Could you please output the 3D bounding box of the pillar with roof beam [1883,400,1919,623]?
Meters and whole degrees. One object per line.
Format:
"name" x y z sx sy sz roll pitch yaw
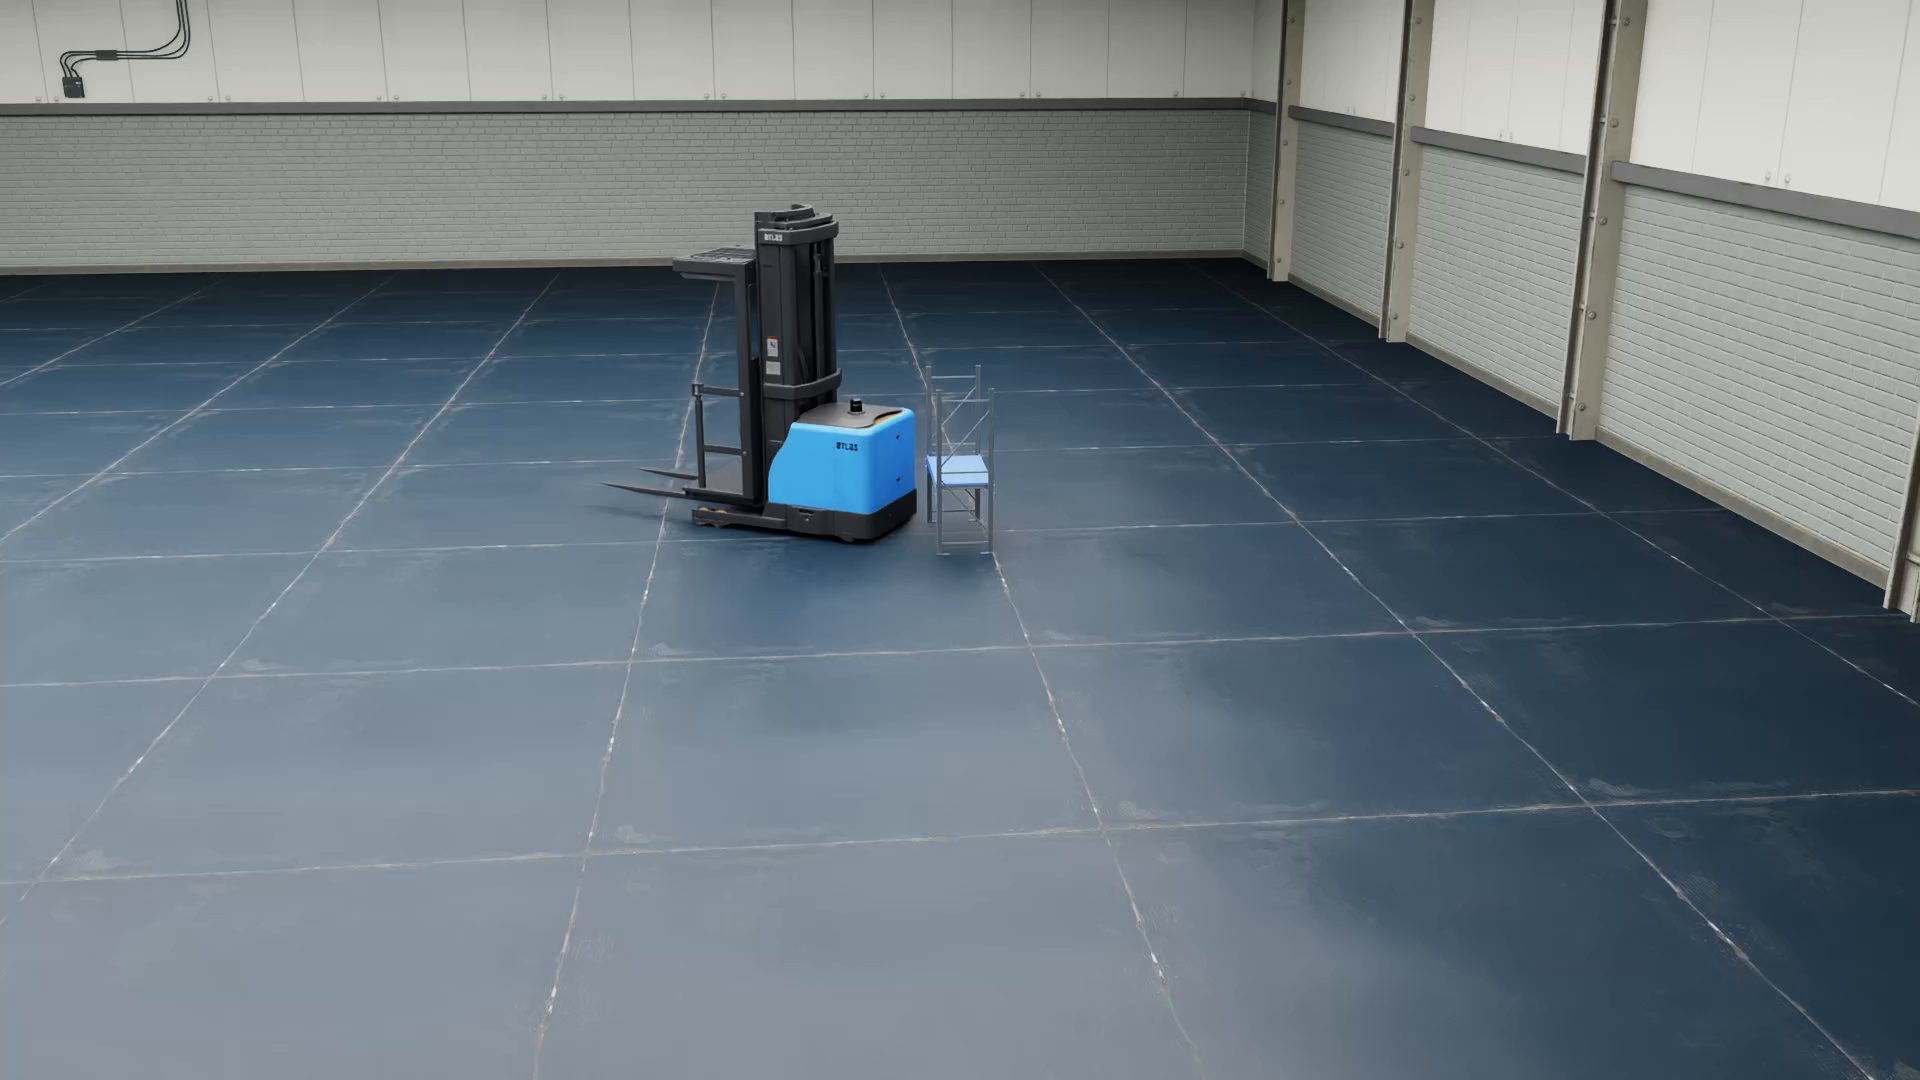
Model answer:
"pillar with roof beam" 3.400 -3.567 11.589 9.100 9.000 0.400 -2 18 -6

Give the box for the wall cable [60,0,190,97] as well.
"wall cable" -15.051 -10.920 29.331 2.305 6.003 0.169 -2 18 -6

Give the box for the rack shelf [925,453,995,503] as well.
"rack shelf" -0.009 -0.569 15.160 0.538 0.185 1.000 -2 18 -6

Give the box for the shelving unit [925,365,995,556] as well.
"shelving unit" -0.009 -0.741 15.106 0.538 1.500 1.048 -2 18 -6

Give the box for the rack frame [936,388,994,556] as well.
"rack frame" 0.044 -0.590 14.624 0.500 1.500 0.032 -2 18 -6

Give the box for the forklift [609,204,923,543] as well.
"forklift" -1.916 -1.642 15.586 3.031 2.935 1.130 7 19 23

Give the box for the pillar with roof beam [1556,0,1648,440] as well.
"pillar with roof beam" 2.781 -5.355 17.283 9.100 9.000 0.400 -2 18 -6

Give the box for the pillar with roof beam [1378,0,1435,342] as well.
"pillar with roof beam" 2.162 -7.142 22.977 9.100 9.000 0.400 -2 18 -6

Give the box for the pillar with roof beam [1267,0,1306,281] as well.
"pillar with roof beam" 1.543 -8.930 28.671 9.100 9.000 0.400 -2 18 -6

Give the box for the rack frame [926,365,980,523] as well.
"rack frame" -0.061 -0.892 15.589 0.500 1.500 0.032 -2 18 -6
